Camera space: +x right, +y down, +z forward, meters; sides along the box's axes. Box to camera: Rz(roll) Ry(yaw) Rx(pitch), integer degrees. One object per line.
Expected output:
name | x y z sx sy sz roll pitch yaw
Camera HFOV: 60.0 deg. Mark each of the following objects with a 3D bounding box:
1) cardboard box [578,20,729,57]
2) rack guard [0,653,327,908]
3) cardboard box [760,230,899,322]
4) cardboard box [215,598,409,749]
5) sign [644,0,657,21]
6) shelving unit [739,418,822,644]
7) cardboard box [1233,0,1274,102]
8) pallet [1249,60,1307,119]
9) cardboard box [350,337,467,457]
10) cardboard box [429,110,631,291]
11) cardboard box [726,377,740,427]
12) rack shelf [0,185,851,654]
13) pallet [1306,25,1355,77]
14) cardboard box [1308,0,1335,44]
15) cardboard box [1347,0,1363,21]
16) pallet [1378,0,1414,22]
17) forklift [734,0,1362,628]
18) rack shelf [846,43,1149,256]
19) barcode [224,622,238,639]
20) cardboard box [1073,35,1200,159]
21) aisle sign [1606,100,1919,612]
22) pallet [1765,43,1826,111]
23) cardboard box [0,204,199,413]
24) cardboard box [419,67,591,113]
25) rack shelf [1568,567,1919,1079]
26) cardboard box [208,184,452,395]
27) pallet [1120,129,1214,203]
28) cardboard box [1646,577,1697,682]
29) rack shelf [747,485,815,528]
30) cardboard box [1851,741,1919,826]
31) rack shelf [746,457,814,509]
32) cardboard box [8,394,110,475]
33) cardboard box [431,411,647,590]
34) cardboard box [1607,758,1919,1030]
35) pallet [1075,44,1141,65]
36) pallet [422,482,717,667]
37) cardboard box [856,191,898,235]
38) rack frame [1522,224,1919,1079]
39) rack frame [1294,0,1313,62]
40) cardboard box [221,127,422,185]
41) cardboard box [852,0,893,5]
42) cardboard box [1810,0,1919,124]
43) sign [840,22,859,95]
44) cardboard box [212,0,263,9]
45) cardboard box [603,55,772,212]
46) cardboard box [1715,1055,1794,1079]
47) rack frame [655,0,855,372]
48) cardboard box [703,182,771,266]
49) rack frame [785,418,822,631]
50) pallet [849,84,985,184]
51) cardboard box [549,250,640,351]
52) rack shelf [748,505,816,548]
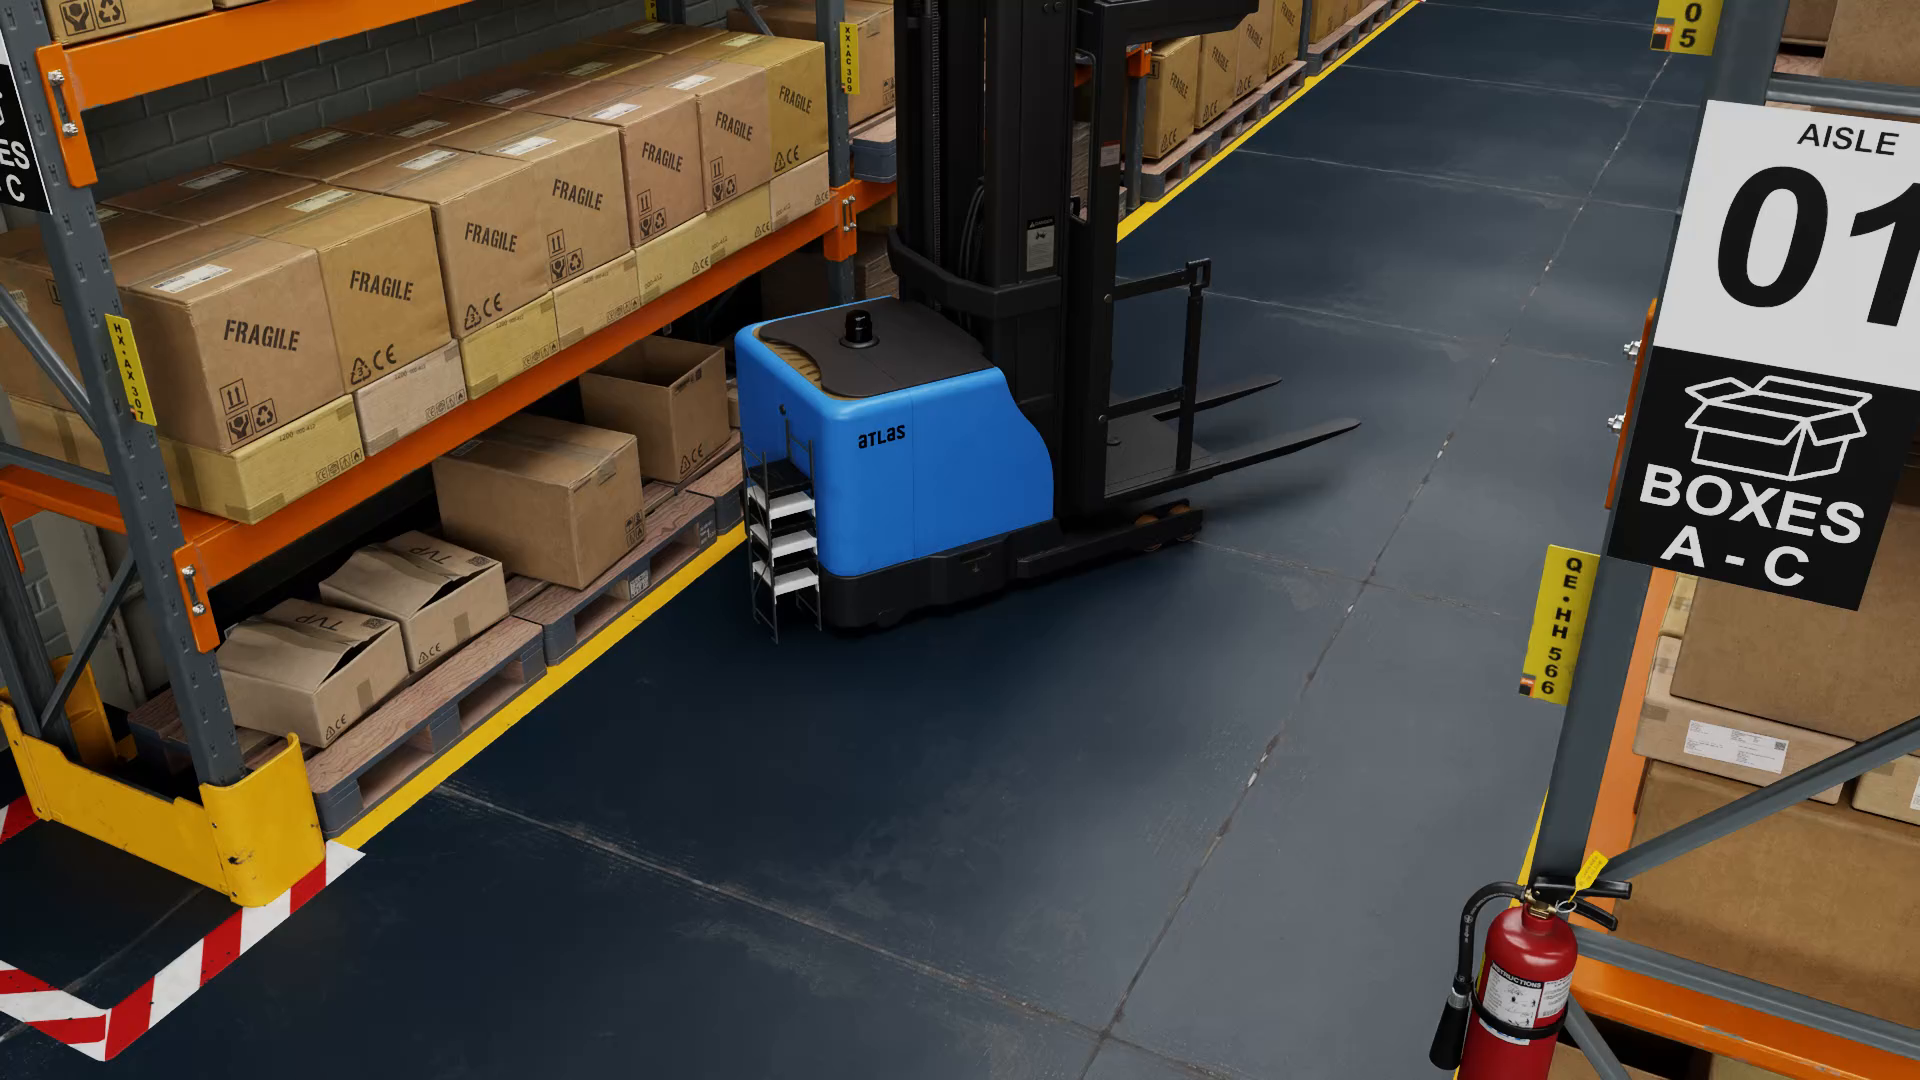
cardboard box | -1.408 -2.108 7.786 0.500 0.500 0.500 14 33 22
rack guard | -2.795 0.823 5.814 1.175 0.500 0.348 14 33 23
cardboard box | -0.687 -1.437 9.309 0.700 0.500 0.500 15 33 25
cardboard box | -2.434 0.462 6.192 0.500 0.311 0.500 11 32 18
sign | -1.503 -2.627 8.149 0.100 0.325 0.005 14 33 23
shelving unit | -0.741 -0.031 6.900 0.210 0.900 0.258 -16 34 -26
cardboard box | 2.054 -4.084 13.587 0.750 0.750 0.750 15 33 25
pallet | 2.352 -3.978 14.466 1.003 0.211 1.213 14 33 23
cardboard box | -2.101 -0.548 5.823 0.500 0.250 0.500 13 32 22
cardboard box | -1.645 -1.315 6.406 0.500 0.500 0.500 15 33 25
cardboard box | -1.225 -0.718 8.392 0.380 0.166 0.250 10 31 17
rack shelf | -1.919 -0.802 6.856 1.077 0.370 4.000 14 33 23
pallet | 3.053 -4.657 15.647 1.003 0.211 1.213 14 33 23
cardboard box | 3.069 -4.953 15.452 0.700 0.500 0.500 15 33 24
cardboard box | 3.536 -5.402 16.234 0.700 0.500 0.500 15 33 24
pallet | 4.164 -5.739 17.531 1.003 0.211 1.213 14 33 23
forklift | 0.539 -1.428 7.294 3.031 2.935 1.130 -16 34 -26
rack shelf | -0.096 -2.575 9.944 1.077 0.370 4.000 14 33 23
barcode | -2.782 0.359 6.362 0.001 0.075 0.075 14 33 23
cardboard box | 1.266 -3.320 12.256 0.750 0.750 0.750 14 33 23
aisle sign | 1.290 -0.270 2.597 0.394 0.787 0.004 14 33 23
pallet | 1.927 -0.675 2.990 1.003 0.211 1.213 14 33 23
cardboard box | -2.804 -0.753 5.427 0.500 0.500 0.500 14 33 23
cardboard box | -1.878 -1.660 7.006 0.500 0.500 0.500 15 33 25
rack shelf | 2.493 0.320 4.902 1.077 0.370 4.000 14 33 23
cardboard box | -2.111 -0.856 5.606 0.500 0.500 0.500 14 33 23
pallet | 1.241 -2.897 12.582 1.003 0.211 1.213 14 33 23
cardboard box | 1.704 0.241 3.566 0.380 0.149 0.250 15 33 25
rack shelf | -0.741 -0.158 6.827 0.200 0.077 0.258 -16 34 -26
cardboard box | 1.952 0.445 3.211 0.380 0.149 0.250 14 33 23
rack shelf | -0.741 -0.236 6.782 0.200 0.077 0.258 -16 34 -26
cardboard box | -2.789 -0.422 5.603 0.500 0.250 0.500 15 33 24
cardboard box | -1.796 -0.187 7.131 0.700 0.500 0.500 12 32 20
cardboard box | 1.806 0.648 3.510 0.700 0.500 0.500 14 33 23
pallet | 0.585 -3.350 10.765 1.213 0.211 1.003 14 33 23
pallet | -1.837 0.058 7.438 1.003 0.211 1.213 14 33 23
cardboard box | -0.489 -1.958 9.463 0.500 0.250 0.500 14 33 22
rack frame | 1.582 0.895 3.179 1.000 3.000 0.127 14 33 23
rack frame | 2.637 -5.547 14.397 1.000 3.000 0.127 14 33 23
cardboard box | -2.334 -1.204 6.212 0.500 0.500 0.500 13 32 22
cardboard box | -0.484 -2.698 8.895 0.700 0.500 0.500 18 34 28
cardboard box | 1.847 -0.947 2.709 0.797 0.503 0.637 17 34 27
sign | -0.521 -2.256 7.797 0.100 0.325 0.005 14 33 23
cardboard box | -2.178 -1.901 4.916 0.500 0.500 0.500 17 34 26
cardboard box | -1.170 -1.767 7.192 0.500 0.500 0.500 14 33 23
cardboard box | 2.250 1.171 4.285 0.500 0.500 0.500 14 33 23
rack frame | -1.008 -2.000 8.221 1.000 3.000 0.127 14 33 23
cardboard box | -1.188 -1.446 7.387 0.500 0.250 0.500 14 33 23
rack frame | -0.653 -0.056 6.944 0.006 0.900 0.240 -16 34 -26
pallet | -0.530 -2.223 8.801 1.003 0.211 1.213 14 33 23
cardboard box | -1.631 -0.996 6.604 0.500 0.250 0.500 15 33 24
rack shelf | -0.741 -0.080 6.871 0.200 0.077 0.258 -16 34 -26
